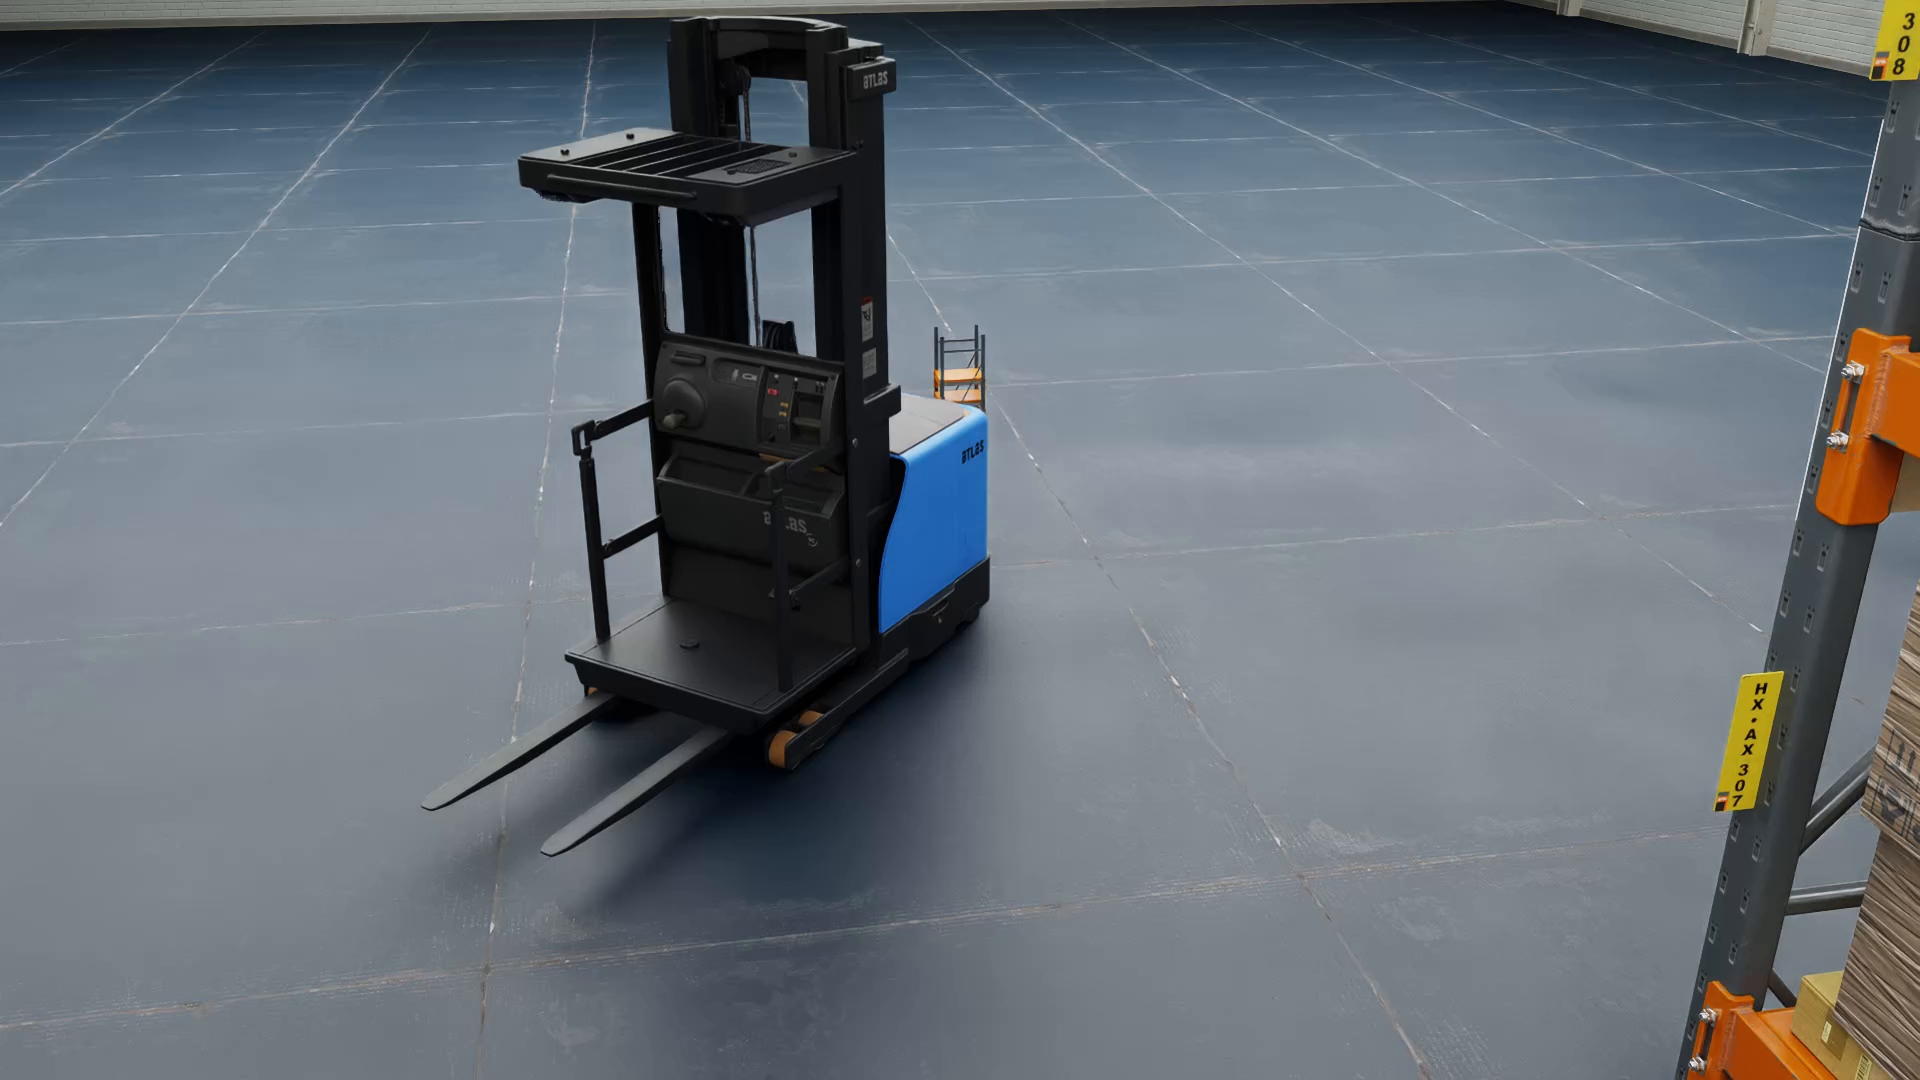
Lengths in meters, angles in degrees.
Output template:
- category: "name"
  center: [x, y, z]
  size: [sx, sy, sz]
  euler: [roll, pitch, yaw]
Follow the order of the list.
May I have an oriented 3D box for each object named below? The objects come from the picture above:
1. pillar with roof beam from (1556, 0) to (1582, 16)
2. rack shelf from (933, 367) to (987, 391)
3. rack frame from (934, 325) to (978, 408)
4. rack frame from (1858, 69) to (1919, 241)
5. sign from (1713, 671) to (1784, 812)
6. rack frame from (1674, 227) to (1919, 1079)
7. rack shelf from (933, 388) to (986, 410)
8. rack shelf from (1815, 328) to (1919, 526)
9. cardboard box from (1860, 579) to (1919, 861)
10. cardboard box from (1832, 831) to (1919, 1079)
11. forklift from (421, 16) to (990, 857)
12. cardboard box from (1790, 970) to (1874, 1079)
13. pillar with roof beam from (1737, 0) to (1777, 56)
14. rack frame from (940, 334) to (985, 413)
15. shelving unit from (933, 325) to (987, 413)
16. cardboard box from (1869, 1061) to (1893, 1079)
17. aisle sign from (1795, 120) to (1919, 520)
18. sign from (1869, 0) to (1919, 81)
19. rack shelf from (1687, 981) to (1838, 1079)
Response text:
- category: "pillar with roof beam"
  center: [7.979, -14.341, 30.843]
  size: [9.100, 9.000, 0.400]
  euler: [-4, 24, -10]
- category: "rack shelf"
  center: [-0.003, -0.845, 8.897]
  size: [0.258, 0.103, 0.180]
  euler: [-4, 24, -10]
- category: "rack frame"
  center: [-0.020, -0.592, 9.105]
  size: [0.240, 1.200, 0.006]
  euler: [-4, 24, -10]
- category: "rack frame"
  center: [2.174, -1.971, 2.520]
  size: [1.000, 3.000, 0.127]
  euler: [-4, 24, -10]
- category: "sign"
  center: [1.641, 0.421, 3.456]
  size: [0.100, 0.325, 0.005]
  euler: [-4, 24, -10]
- category: "rack frame"
  center: [2.174, 0.778, 3.721]
  size: [1.000, 3.000, 0.127]
  euler: [-4, 24, -10]
- category: "rack shelf"
  center: [-0.003, -0.735, 8.945]
  size: [0.258, 0.103, 0.180]
  euler: [-4, 24, -10]
- category: "rack shelf"
  center: [2.544, 0.520, 1.464]
  size: [1.077, 0.370, 4.000]
  euler: [-4, 24, -10]
- category: "cardboard box"
  center: [2.008, 0.374, 2.900]
  size: [0.500, 0.500, 0.500]
  euler: [-4, 24, -10]
- category: "cardboard box"
  center: [2.249, 0.814, 3.142]
  size: [0.875, 0.500, 0.500]
  euler: [-4, 24, -10]
- category: "forklift"
  center: [-1.022, -0.580, 6.915]
  size: [1.130, 2.935, 3.031]
  euler: [13, 27, 27]
- category: "cardboard box"
  center: [1.992, 1.023, 3.474]
  size: [0.380, 0.149, 0.250]
  euler: [-4, 24, -10]
- category: "pillar with roof beam"
  center: [9.089, -11.981, 25.440]
  size: [9.100, 9.000, 0.400]
  euler: [-4, 24, -10]
- category: "rack frame"
  center: [0.014, -0.520, 8.940]
  size: [0.240, 1.200, 0.006]
  euler: [-4, 24, -10]
- category: "shelving unit"
  center: [-0.003, -0.556, 9.023]
  size: [0.258, 1.200, 0.189]
  euler: [-4, 24, -10]
- category: "cardboard box"
  center: [2.020, 1.123, 3.246]
  size: [0.380, 0.149, 0.250]
  euler: [-4, 24, -10]
- category: "aisle sign"
  center: [1.868, -0.416, 3.206]
  size: [0.394, 0.787, 0.004]
  euler: [-4, 24, -10]
- category: "sign"
  center: [1.641, -0.957, 2.854]
  size: [0.100, 0.325, 0.005]
  euler: [-4, 24, -10]
- category: "rack shelf"
  center: [2.544, 1.894, 2.064]
  size: [1.077, 0.370, 4.000]
  euler: [-4, 24, -10]
